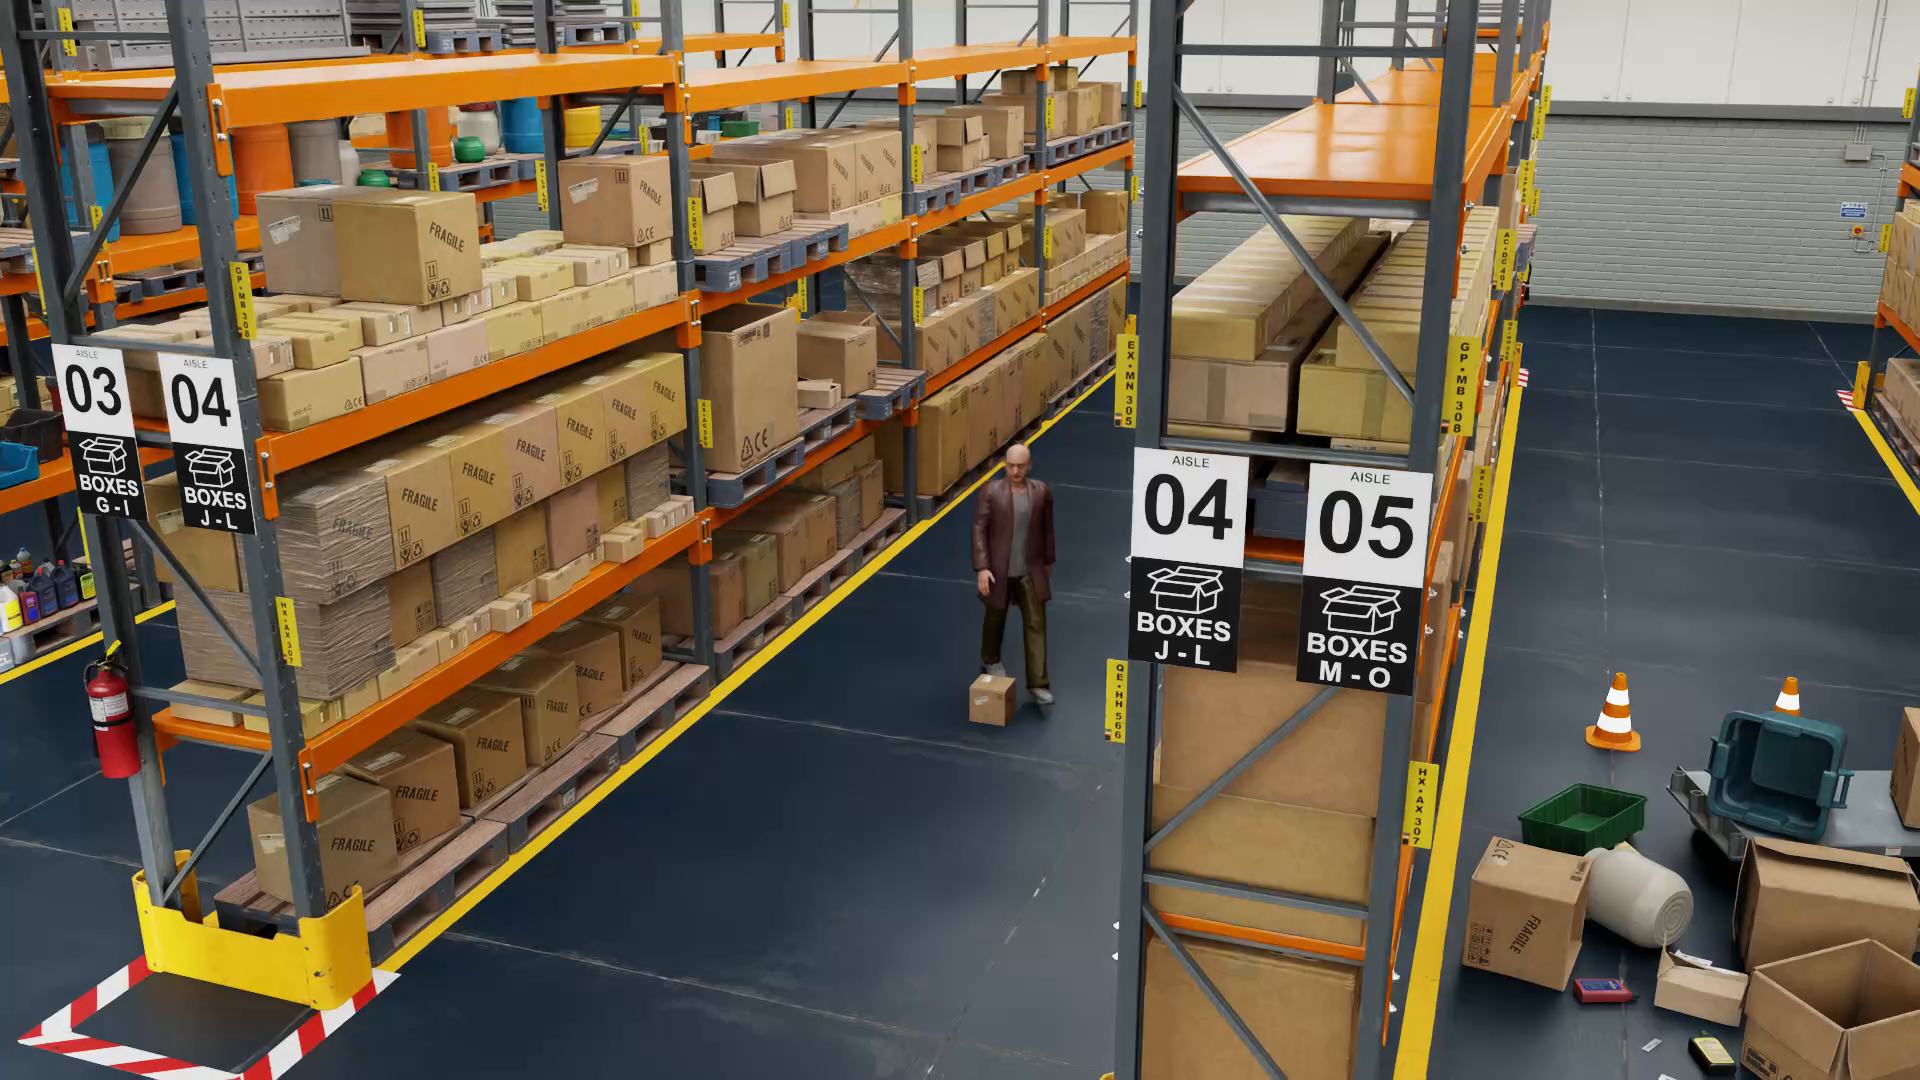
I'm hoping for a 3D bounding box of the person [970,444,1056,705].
[{"bbox_3d":[0.397,0.245,11.415,0.627,1.758,1.047,-2,18,-6],"label":"person"}]
